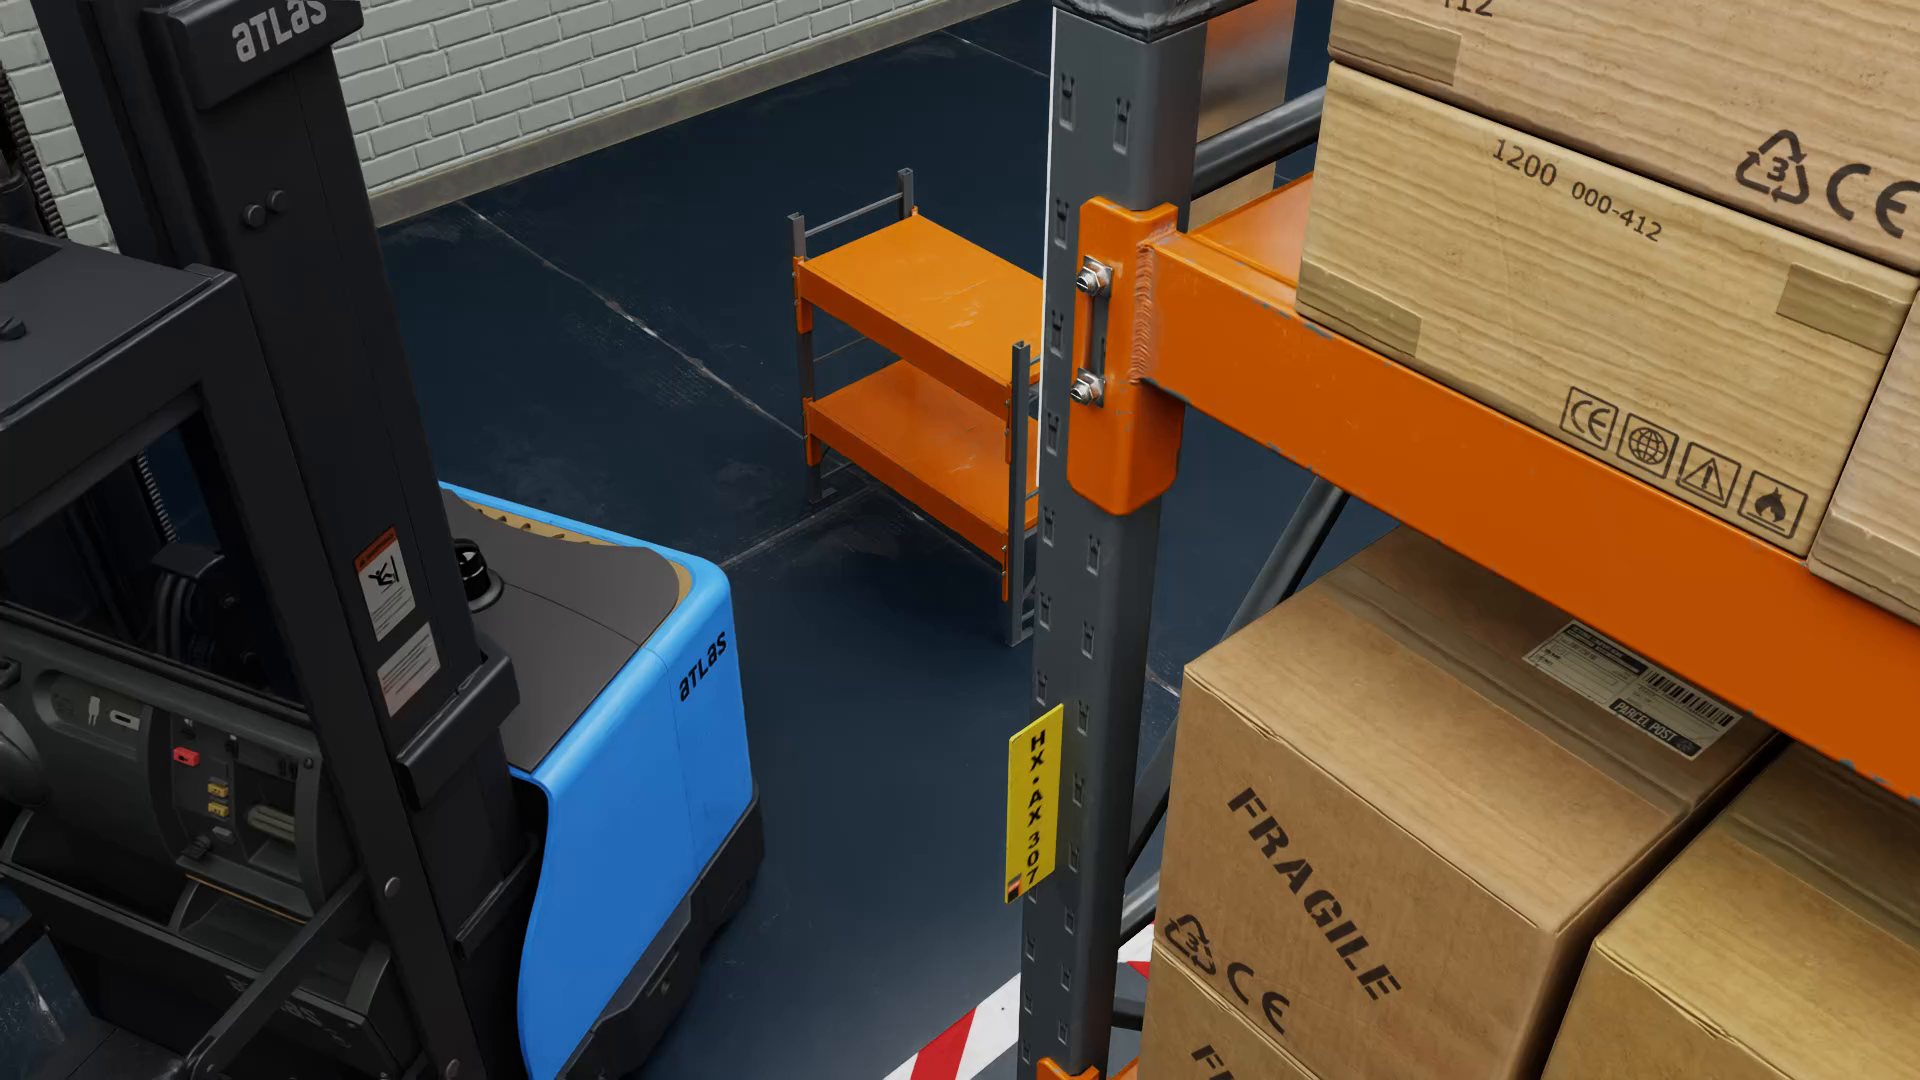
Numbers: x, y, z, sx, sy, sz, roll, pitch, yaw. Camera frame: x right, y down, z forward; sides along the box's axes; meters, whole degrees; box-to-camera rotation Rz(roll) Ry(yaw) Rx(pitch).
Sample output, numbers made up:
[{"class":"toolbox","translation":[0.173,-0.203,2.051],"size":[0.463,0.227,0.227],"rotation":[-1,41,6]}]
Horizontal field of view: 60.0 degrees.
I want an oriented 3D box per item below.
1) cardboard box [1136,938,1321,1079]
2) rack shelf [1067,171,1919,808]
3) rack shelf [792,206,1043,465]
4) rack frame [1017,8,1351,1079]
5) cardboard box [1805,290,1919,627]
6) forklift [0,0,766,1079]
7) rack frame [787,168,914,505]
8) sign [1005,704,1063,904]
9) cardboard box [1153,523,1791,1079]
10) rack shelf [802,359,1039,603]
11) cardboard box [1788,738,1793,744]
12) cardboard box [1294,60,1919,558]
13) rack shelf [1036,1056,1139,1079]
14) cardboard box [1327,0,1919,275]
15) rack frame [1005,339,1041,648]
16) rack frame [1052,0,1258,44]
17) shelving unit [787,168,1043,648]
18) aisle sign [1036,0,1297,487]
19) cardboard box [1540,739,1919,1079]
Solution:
[{"class":"cardboard box","translation":[0.606,0.742,2.364],"size":[0.500,0.500,0.500],"rotation":[-29,47,-31]},{"class":"rack shelf","translation":[1.853,0.502,0.926],"size":[1.077,0.370,4.000],"rotation":[-30,48,-32]},{"class":"rack shelf","translation":[-0.005,-0.668,5.217],"size":[0.538,0.278,1.000],"rotation":[-30,48,-32]},{"class":"rack frame","translation":[0.500,0.464,2.788],"size":[1.000,3.000,0.127],"rotation":[-30,48,-32]},{"class":"cardboard box","translation":[0.989,-0.062,1.172],"size":[0.500,0.250,0.500],"rotation":[-30,48,-32]},{"class":"forklift","translation":[-1.588,0.481,2.821],"size":[1.130,2.935,3.031],"rotation":[15,41,18]},{"class":"rack frame","translation":[-0.348,-0.676,5.692],"size":[0.500,1.125,0.032],"rotation":[-30,48,-32]},{"class":"sign","translation":[0.101,0.358,2.231],"size":[0.100,0.325,0.005],"rotation":[-30,48,-32]},{"class":"cardboard box","translation":[0.606,0.353,2.050],"size":[0.500,0.500,0.500],"rotation":[-28,47,-31]},{"class":"rack shelf","translation":[-0.005,-0.251,5.554],"size":[0.538,0.278,1.000],"rotation":[-30,48,-32]},{"class":"cardboard box","translation":[1.004,0.125,2.333],"size":[0.500,0.500,0.500],"rotation":[-30,48,-32]},{"class":"cardboard box","translation":[0.661,-0.299,1.465],"size":[0.500,0.250,0.500],"rotation":[-30,48,-32]},{"class":"rack shelf","translation":[1.853,1.669,1.868],"size":[1.077,0.370,4.000],"rotation":[-30,48,-32]},{"class":"cardboard box","translation":[0.656,-0.491,1.305],"size":[0.500,0.250,0.500],"rotation":[-30,48,-32]},{"class":"rack frame","translation":[0.339,-0.205,5.109],"size":[0.500,1.125,0.032],"rotation":[-30,48,-32]},{"class":"rack frame","translation":[0.500,-1.870,0.904],"size":[1.000,3.000,0.127],"rotation":[-30,48,-32]},{"class":"shelving unit","translation":[-0.005,-0.441,5.400],"size":[0.538,1.125,1.048],"rotation":[-30,48,-32]},{"class":"aisle sign","translation":[0.238,-0.454,1.856],"size":[0.394,0.787,0.004],"rotation":[-30,48,-32]},{"class":"cardboard box","translation":[0.965,0.592,1.754],"size":[0.500,0.500,0.500],"rotation":[-29,47,-31]}]
